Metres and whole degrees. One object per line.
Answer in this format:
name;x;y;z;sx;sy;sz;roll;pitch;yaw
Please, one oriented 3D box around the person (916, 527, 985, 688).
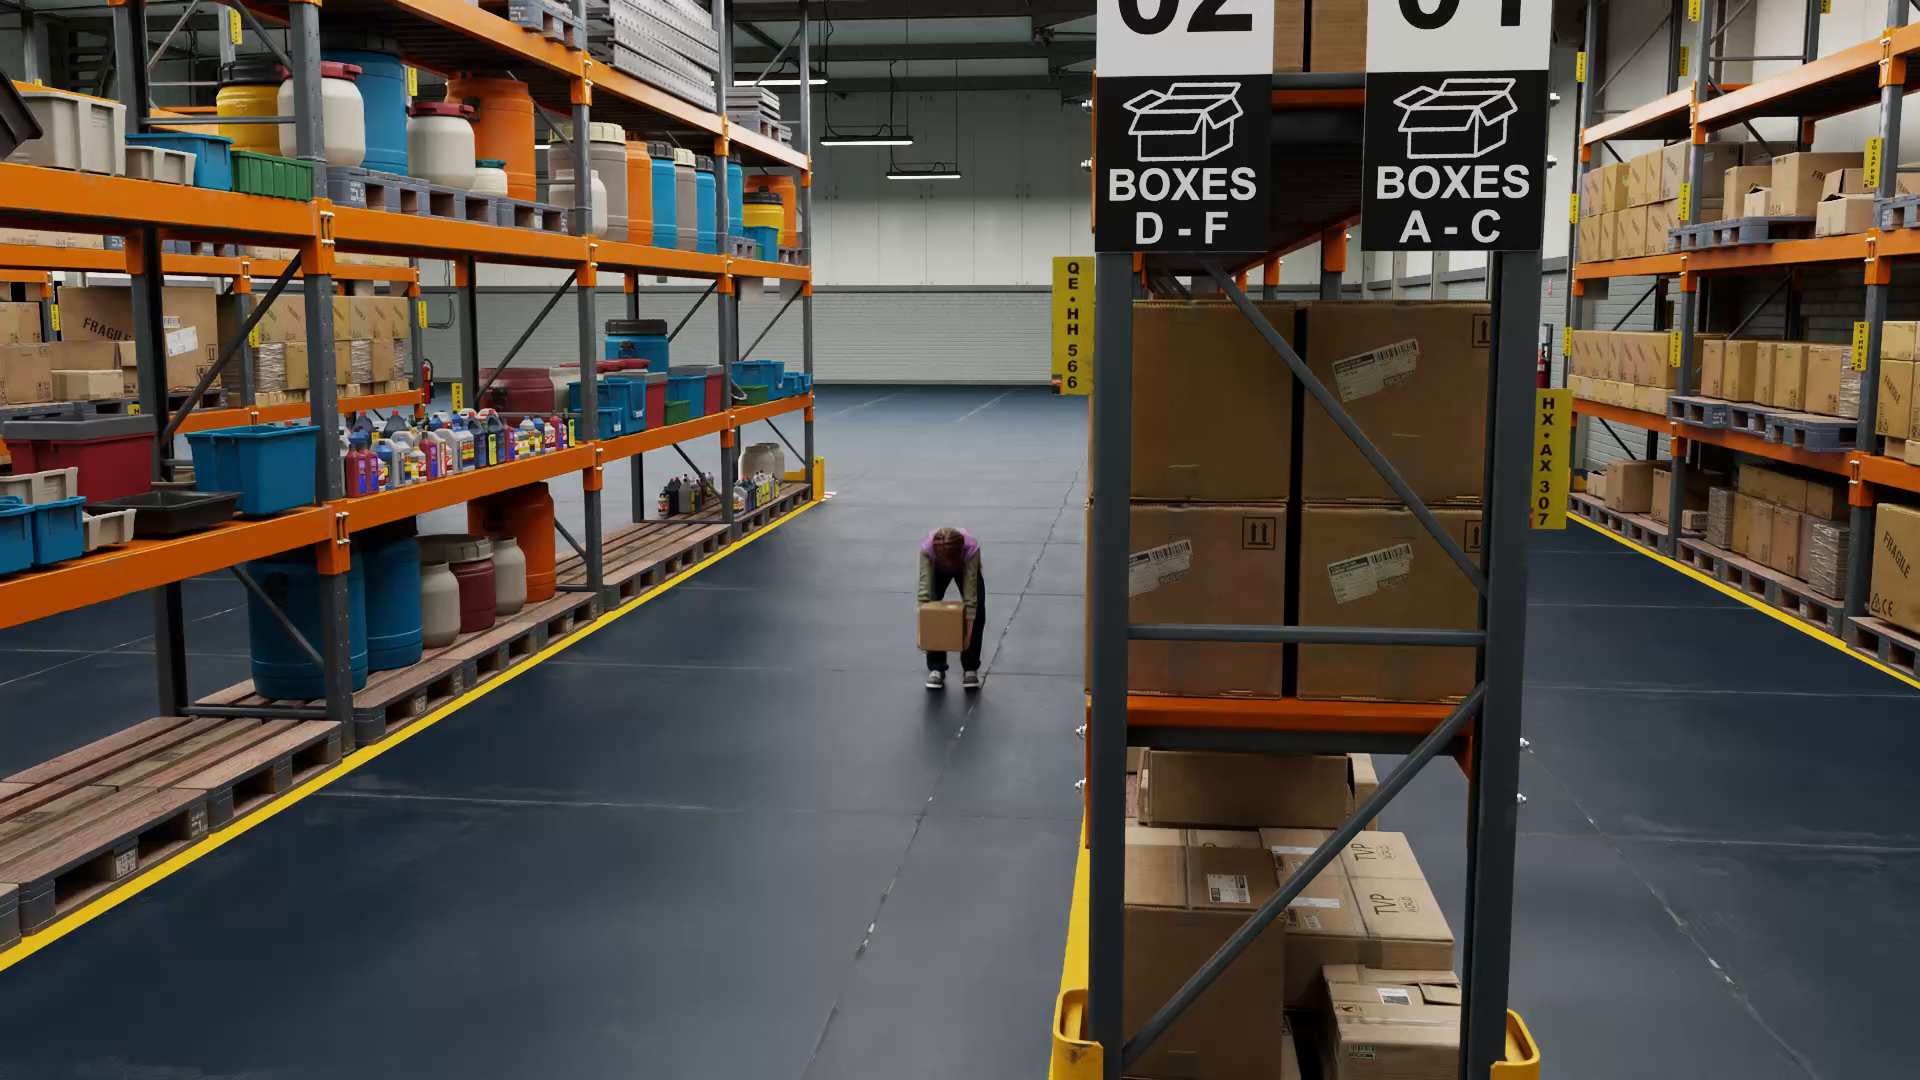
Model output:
person;-0.055;0.401;9.993;0.410;1.036;0.855;0;8;4
